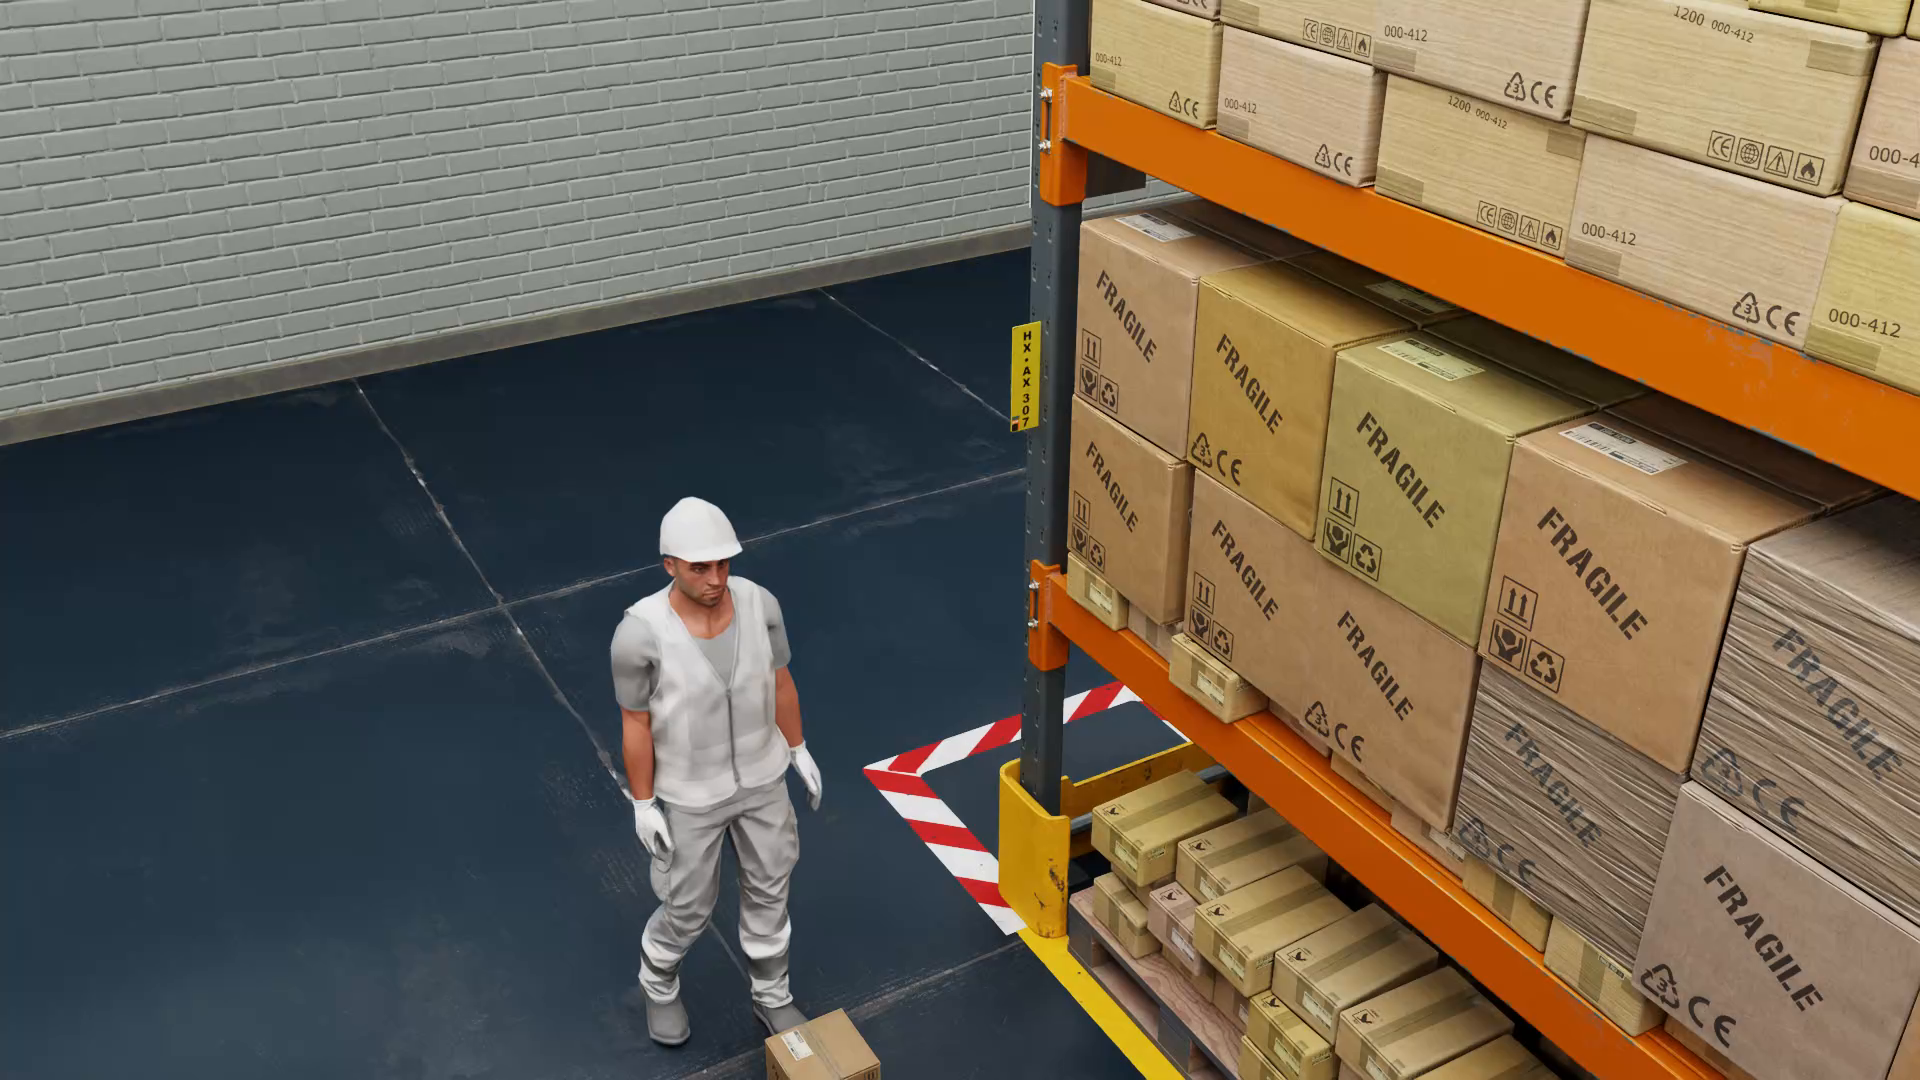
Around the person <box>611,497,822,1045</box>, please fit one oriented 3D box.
[{"bbox_3d":[-0.670,0.717,4.795,0.589,1.807,0.543,-17,33,-27],"label":"person"}]
